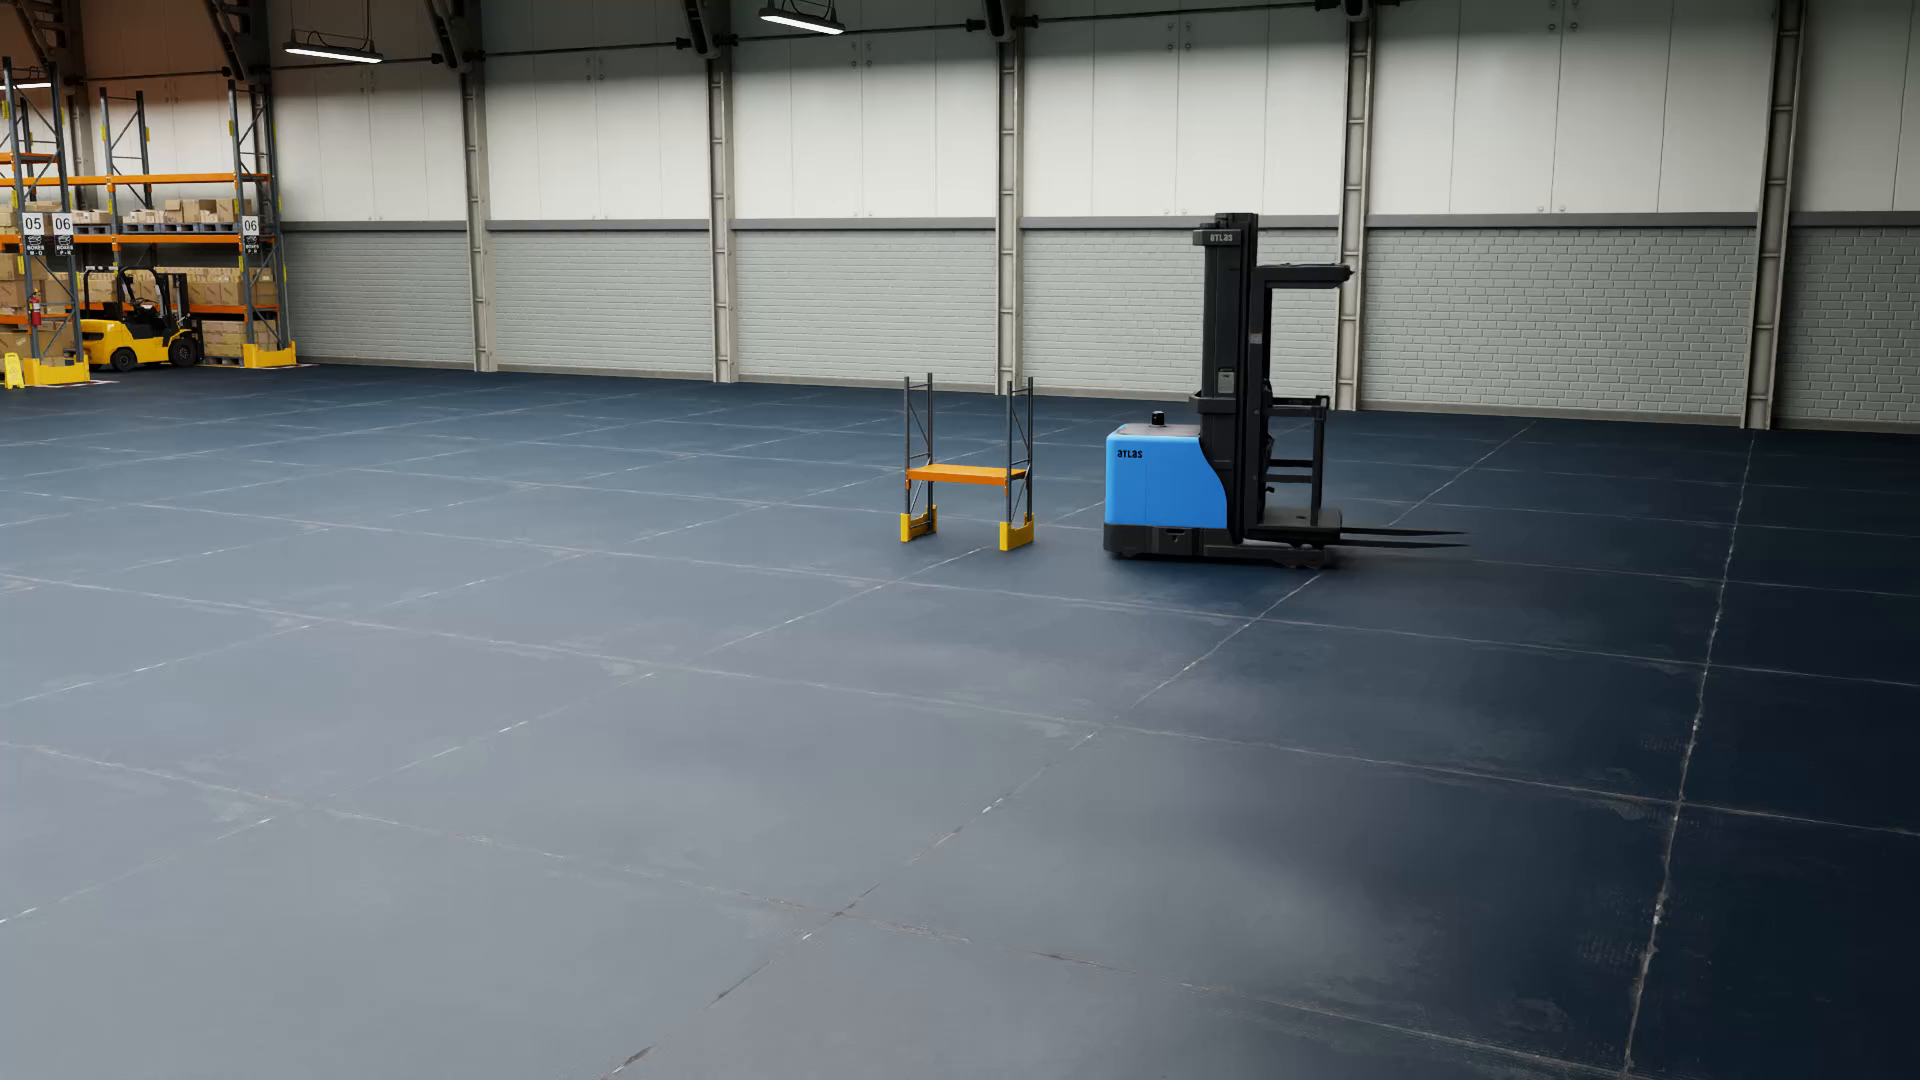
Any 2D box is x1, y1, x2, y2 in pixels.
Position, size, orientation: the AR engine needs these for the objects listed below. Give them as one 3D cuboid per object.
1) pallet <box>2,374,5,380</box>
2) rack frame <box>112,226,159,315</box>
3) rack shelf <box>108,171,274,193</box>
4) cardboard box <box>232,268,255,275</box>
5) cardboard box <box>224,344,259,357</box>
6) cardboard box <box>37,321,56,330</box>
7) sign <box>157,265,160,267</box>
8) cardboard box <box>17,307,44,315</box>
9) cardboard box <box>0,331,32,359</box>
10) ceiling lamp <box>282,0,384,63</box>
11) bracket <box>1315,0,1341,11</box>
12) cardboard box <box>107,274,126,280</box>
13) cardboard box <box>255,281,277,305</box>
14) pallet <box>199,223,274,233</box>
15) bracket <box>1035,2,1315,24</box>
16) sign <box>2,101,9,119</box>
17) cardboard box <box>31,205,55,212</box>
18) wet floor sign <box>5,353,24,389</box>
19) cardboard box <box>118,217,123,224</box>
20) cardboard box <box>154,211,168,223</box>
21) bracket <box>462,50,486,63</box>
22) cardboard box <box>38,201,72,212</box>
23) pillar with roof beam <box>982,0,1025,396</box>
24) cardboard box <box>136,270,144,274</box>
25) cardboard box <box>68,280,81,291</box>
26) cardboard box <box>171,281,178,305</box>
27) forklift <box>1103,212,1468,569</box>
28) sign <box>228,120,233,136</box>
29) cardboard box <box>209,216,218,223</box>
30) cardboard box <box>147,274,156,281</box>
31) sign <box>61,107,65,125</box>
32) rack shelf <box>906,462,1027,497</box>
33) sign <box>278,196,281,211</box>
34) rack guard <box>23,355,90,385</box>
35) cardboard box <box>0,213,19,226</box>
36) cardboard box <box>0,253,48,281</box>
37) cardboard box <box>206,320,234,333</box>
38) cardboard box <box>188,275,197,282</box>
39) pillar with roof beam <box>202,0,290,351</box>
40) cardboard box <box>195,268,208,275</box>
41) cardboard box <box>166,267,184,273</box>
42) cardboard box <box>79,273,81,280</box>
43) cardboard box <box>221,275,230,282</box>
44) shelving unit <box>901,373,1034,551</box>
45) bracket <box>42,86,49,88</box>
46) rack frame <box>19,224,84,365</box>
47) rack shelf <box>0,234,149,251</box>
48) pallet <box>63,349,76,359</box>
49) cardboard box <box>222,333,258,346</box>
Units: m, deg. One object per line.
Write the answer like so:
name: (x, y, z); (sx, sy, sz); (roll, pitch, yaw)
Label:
pallet: (-19.116, -3.287, 32.820); (1.213, 0.211, 1.003); (5, 11, 26)
rack frame: (-18.640, -5.596, 37.745); (0.127, 3.000, 1.000); (5, 11, 26)
rack shelf: (-16.846, -7.839, 36.440); (4.000, 0.370, 1.077); (5, 11, 26)
cardboard box: (-15.467, -5.790, 35.880); (0.250, 0.149, 0.380); (5, 11, 26)
cardboard box: (-15.614, -4.121, 36.137); (0.500, 0.250, 0.500); (5, 11, 26)
cardboard box: (-21.084, -4.847, 39.100); (0.625, 0.625, 0.875); (5, 12, 28)
sign: (-18.395, -6.149, 38.151); (0.005, 0.325, 0.100); (5, 11, 26)
cardboard box: (-17.675, -4.359, 31.618); (0.250, 0.149, 0.380); (5, 12, 28)
cardboard box: (-18.079, -3.731, 31.881); (0.500, 0.500, 0.500); (5, 11, 26)
ceiling lamp: (-10.675, -9.956, 28.602); (0.800, 3.185, 2.000); (5, 11, 26)
bracket: (5.716, -8.287, 25.665); (0.430, 0.232, 0.235); (5, 11, 26)
cardboard box: (-19.044, -5.955, 37.631); (0.250, 0.149, 0.380); (5, 12, 28)
cardboard box: (-15.374, -5.413, 36.455); (0.500, 0.500, 0.500); (5, 12, 28)
pallet: (-15.675, -6.773, 36.075); (1.213, 0.211, 1.003); (5, 11, 26)
bracket: (3.405, -8.490, 26.787); (4.783, 0.066, 0.076); (5, 11, 26)
sign: (-17.509, -7.890, 30.509); (0.005, 0.325, 0.100); (5, 11, 26)
cardboard box: (-17.474, -6.293, 31.641); (0.250, 0.149, 0.380); (5, 11, 25)
wet floor sign: (-17.548, -3.143, 30.804); (0.267, 0.644, 0.232); (-10, 14, -43)
cardboard box: (-19.314, -7.302, 37.997); (0.250, 0.149, 0.380); (5, 11, 26)
cardboard box: (-17.443, -7.096, 36.529); (0.258, 0.266, 0.396); (5, 11, 24)
bracket: (-9.682, -9.640, 33.141); (0.430, 0.232, 0.235); (5, 11, 26)
cardboard box: (-20.772, -7.516, 38.191); (0.500, 0.500, 0.500); (5, 12, 27)
pillar with roof beam: (-1.041, -6.325, 24.932); (0.548, 9.000, 9.100); (5, 11, 26)
cardboard box: (-18.203, -6.035, 37.233); (0.250, 0.149, 0.380); (5, 11, 27)
cardboard box: (-20.113, -5.846, 38.147); (0.500, 0.250, 0.500); (5, 12, 27)
cardboard box: (-16.986, -5.447, 36.643); (0.500, 0.500, 0.500); (5, 11, 26)
forklift: (2.814, -1.302, 14.215); (3.031, 2.935, 1.130); (3, 11, 14)
sign: (-15.305, -8.646, 34.906); (0.005, 0.325, 0.100); (5, 11, 26)
cardboard box: (-15.930, -6.905, 35.805); (0.250, 0.149, 0.380); (5, 11, 24)
cardboard box: (-17.803, -5.829, 36.934); (0.250, 0.149, 0.380); (5, 12, 27)
sign: (-17.005, -8.025, 31.476); (0.005, 0.325, 0.100); (5, 11, 26)
rack shelf: (0.076, -0.554, 15.111); (1.000, 0.185, 0.538); (5, 11, 26)
sign: (-14.801, -7.314, 36.139); (0.005, 0.325, 0.100); (5, 11, 26)
rack guard: (-17.313, -3.263, 31.877); (0.348, 0.500, 1.175); (5, 11, 26)
cardboard box: (-17.823, -6.033, 31.326); (0.500, 0.250, 0.500); (5, 11, 25)
cardboard box: (-17.800, -5.180, 31.527); (0.500, 0.500, 0.700); (5, 11, 24)
cardboard box: (-16.064, -4.652, 36.264); (0.500, 0.250, 0.500); (5, 12, 27)
cardboard box: (-16.648, -5.729, 36.377); (0.250, 0.149, 0.380); (5, 11, 26)
pillar with roof beam: (-17.183, -7.744, 32.769); (0.548, 9.000, 9.100); (5, 11, 26)
cardboard box: (-16.421, -5.855, 36.240); (0.250, 0.149, 0.380); (5, 12, 27)
cardboard box: (-17.295, -5.949, 36.760); (0.250, 0.149, 0.380); (5, 11, 26)
cardboard box: (-19.981, -6.031, 38.047); (0.250, 0.149, 0.380); (5, 11, 24)
cardboard box: (-15.730, -5.647, 35.926); (0.250, 0.149, 0.380); (5, 12, 27)
shelving unit: (0.068, -0.732, 15.083); (1.083, 1.500, 0.587); (5, 11, 26)
bracket: (-21.188, -10.651, 38.727); (0.430, 0.232, 0.235); (5, 11, 26)
rack frame: (-17.245, -4.487, 31.622); (0.127, 3.000, 1.000); (5, 11, 26)
rack shelf: (-20.433, -6.875, 38.413); (4.000, 0.370, 1.077); (5, 11, 26)
pallet: (-20.416, -4.371, 38.810); (1.213, 0.211, 1.003); (5, 11, 26)
cardboard box: (-15.627, -4.368, 36.103); (0.500, 0.250, 0.500); (5, 11, 25)
